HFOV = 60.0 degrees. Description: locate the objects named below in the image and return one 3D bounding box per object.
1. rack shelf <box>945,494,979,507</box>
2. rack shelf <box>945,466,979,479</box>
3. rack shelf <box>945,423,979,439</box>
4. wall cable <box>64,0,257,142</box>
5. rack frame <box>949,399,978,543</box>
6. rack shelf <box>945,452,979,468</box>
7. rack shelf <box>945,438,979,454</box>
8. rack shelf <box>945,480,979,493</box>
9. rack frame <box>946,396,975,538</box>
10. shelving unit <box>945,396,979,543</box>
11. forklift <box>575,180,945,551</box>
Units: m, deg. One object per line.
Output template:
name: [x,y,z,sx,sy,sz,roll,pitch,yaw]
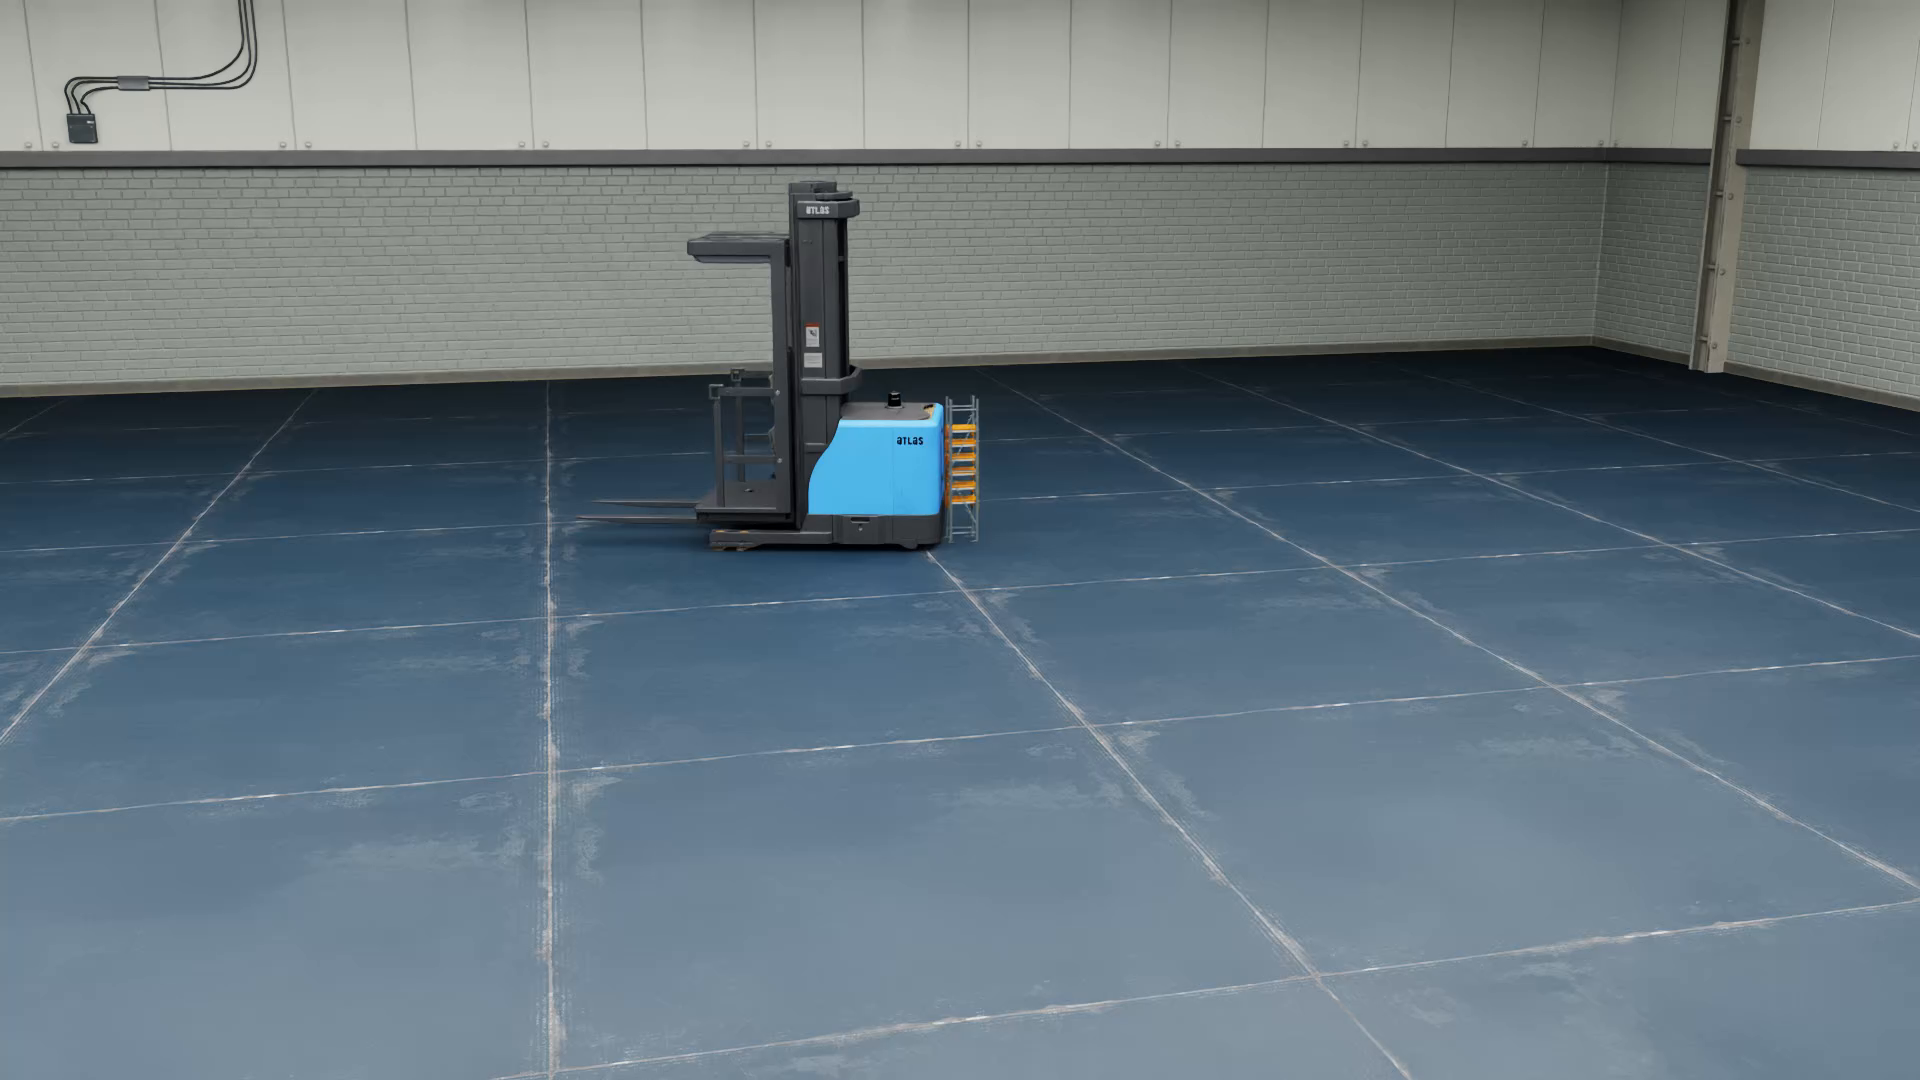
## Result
rack shelf: [0.016,-0.309,13.864,0.258,0.103,0.180,-2,14,-9]
rack shelf: [0.017,-0.543,13.807,0.258,0.103,0.180,-2,14,-9]
rack shelf: [0.017,-0.892,13.722,0.258,0.103,0.180,-2,14,-9]
wall cable: [-10.068,-7.980,20.463,2.305,6.003,0.169,-3,14,-13]
rack frame: [0.032,-0.564,13.709,0.240,1.200,0.006,-2,14,-9]
rack shelf: [0.017,-0.659,13.779,0.258,0.103,0.180,-2,14,-9]
rack shelf: [0.017,-0.776,13.750,0.258,0.103,0.180,-2,14,-9]
rack shelf: [0.016,-0.426,13.836,0.258,0.103,0.180,-2,14,-9]
rack frame: [0.001,-0.607,13.884,0.240,1.200,0.006,-2,14,-9]
shelving unit: [0.017,-0.586,13.796,0.258,1.200,0.189,-2,14,-9]
forklift: [-1.658,-1.459,13.722,3.031,2.935,1.130,1,14,2]
